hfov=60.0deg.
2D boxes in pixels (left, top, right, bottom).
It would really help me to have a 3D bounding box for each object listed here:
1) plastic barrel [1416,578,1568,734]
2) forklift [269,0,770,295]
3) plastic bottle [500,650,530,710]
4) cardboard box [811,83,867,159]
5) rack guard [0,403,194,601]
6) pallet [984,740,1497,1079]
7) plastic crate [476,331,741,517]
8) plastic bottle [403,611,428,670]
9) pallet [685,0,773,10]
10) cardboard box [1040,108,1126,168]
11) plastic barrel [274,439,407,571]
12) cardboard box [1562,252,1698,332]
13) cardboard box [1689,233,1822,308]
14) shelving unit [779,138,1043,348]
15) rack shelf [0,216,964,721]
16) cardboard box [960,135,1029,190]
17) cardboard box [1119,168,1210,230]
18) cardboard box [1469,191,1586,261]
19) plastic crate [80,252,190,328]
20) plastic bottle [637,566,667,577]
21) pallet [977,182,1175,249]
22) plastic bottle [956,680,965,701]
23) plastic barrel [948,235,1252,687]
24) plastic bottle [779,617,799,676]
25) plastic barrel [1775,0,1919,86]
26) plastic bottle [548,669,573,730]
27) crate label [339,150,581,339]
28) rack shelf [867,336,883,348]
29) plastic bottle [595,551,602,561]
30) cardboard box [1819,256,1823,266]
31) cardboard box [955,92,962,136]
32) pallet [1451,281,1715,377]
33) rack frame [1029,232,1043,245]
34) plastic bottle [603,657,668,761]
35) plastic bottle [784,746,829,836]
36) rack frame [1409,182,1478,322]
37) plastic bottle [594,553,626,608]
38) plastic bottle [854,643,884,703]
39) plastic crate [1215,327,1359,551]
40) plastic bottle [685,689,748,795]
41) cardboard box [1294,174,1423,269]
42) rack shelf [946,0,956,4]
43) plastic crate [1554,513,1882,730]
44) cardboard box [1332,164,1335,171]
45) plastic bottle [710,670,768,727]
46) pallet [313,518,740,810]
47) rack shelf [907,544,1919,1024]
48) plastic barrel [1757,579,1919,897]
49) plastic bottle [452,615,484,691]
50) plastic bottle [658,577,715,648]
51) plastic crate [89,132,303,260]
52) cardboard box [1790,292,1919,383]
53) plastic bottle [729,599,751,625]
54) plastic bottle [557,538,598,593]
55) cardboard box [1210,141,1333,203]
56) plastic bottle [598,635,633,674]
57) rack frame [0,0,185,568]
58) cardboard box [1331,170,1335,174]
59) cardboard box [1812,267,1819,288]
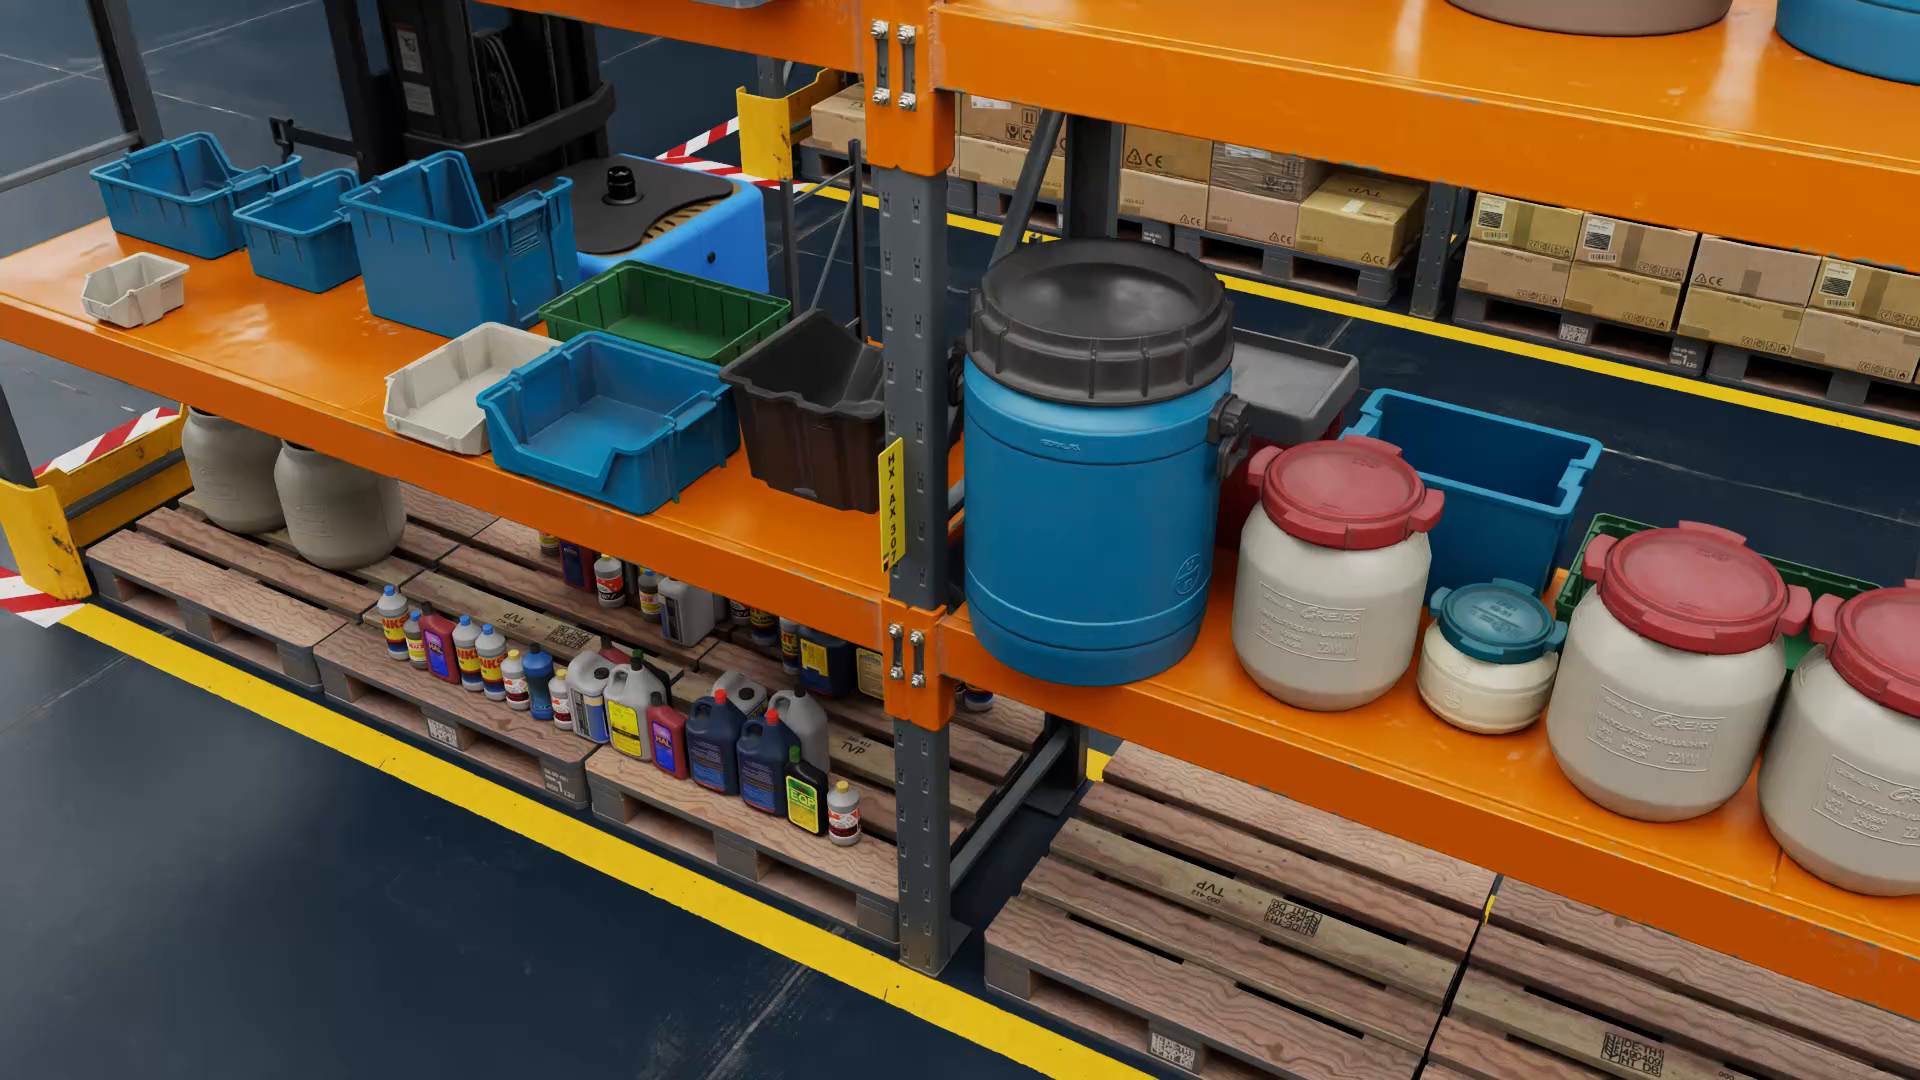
[{"bbox_3d":[1.196,0.269,3.764,0.301,0.262,0.301,0,34,0],"label":"plastic barrel"},{"bbox_3d":[-2.364,-2.020,7.139,3.031,2.935,1.130,18,37,24],"label":"forklift"},{"bbox_3d":[-1.460,0.453,5.491,0.097,0.201,0.097,0,34,0],"label":"plastic bottle"},{"bbox_3d":[-0.534,-2.485,9.877,0.500,0.250,0.500,18,37,24],"label":"cardboard box"},{"bbox_3d":[-3.261,-0.288,6.731,0.348,0.500,1.175,18,37,24],"label":"rack guard"},{"bbox_3d":[0.824,1.132,4.860,1.213,0.211,1.003,18,37,24],"label":"pallet"},{"bbox_3d":[-0.973,-0.338,4.686,0.616,0.251,0.499,18,37,24],"label":"plastic crate"},{"bbox_3d":[-1.841,0.332,5.672,0.097,0.201,0.097,0,34,0],"label":"plastic bottle"},{"bbox_3d":[-0.552,-1.548,3.832,1.003,0.211,1.213,18,37,24],"label":"pallet"},{"bbox_3d":[0.767,-2.383,9.048,0.500,0.500,0.500,18,37,24],"label":"cardboard box"},{"bbox_3d":[-2.305,-0.184,6.185,0.421,0.512,0.421,0,34,0],"label":"plastic barrel"},{"bbox_3d":[3.254,-1.268,8.050,0.500,0.250,0.500,19,38,26],"label":"cardboard box"},{"bbox_3d":[3.701,-1.357,7.678,0.500,0.311,0.500,16,37,23],"label":"cardboard box"},{"bbox_3d":[-0.066,-0.645,6.366,1.083,1.500,0.587,18,37,24],"label":"shelving unit"},{"bbox_3d":[-1.613,-0.477,5.409,4.000,0.370,1.077,18,37,24],"label":"rack shelf"},{"bbox_3d":[0.336,-2.211,9.466,0.500,0.250,0.500,18,37,24],"label":"cardboard box"},{"bbox_3d":[1.202,-1.934,9.050,0.500,0.250,0.500,18,37,24],"label":"cardboard box"},{"bbox_3d":[2.819,-1.639,8.101,0.500,0.311,0.500,18,38,25],"label":"cardboard box"},{"bbox_3d":[-2.733,-0.816,5.506,0.250,0.136,0.298,18,37,24],"label":"plastic crate"},{"bbox_3d":[-1.066,0.052,5.959,0.185,0.351,0.144,19,38,26],"label":"plastic bottle"},{"bbox_3d":[0.851,-2.022,9.596,1.213,0.211,1.003,18,37,24],"label":"pallet"},{"bbox_3d":[-0.024,0.429,5.528,0.097,0.201,0.097,0,34,0],"label":"plastic bottle"},{"bbox_3d":[0.308,-0.183,3.866,0.708,0.901,0.600,18,37,24],"label":"plastic barrel"},{"bbox_3d":[-0.558,0.323,5.624,0.097,0.271,0.097,0,34,0],"label":"plastic bottle"},{"bbox_3d":[1.808,-1.288,2.820,0.708,0.901,0.600,18,37,24],"label":"plastic barrel"},{"bbox_3d":[-1.282,0.509,5.406,0.097,0.201,0.097,0,34,0],"label":"plastic bottle"},{"bbox_3d":[-1.618,-0.965,5.461,0.616,0.435,0.502,18,37,24],"label":"crate label"},{"bbox_3d":[-0.074,-0.498,6.469,1.000,0.185,0.538,18,37,24],"label":"rack shelf"},{"bbox_3d":[-1.333,0.001,6.103,0.135,0.276,0.152,18,38,25],"label":"plastic bottle"},{"bbox_3d":[4.399,-1.481,7.863,0.500,0.311,0.500,17,37,24],"label":"cardboard box"},{"bbox_3d":[-0.099,-2.660,9.464,0.500,0.500,0.500,18,37,24],"label":"cardboard box"},{"bbox_3d":[3.243,-1.264,8.458,1.213,0.211,1.003,18,37,24],"label":"pallet"},{"bbox_3d":[0.367,-0.508,6.160,0.032,1.500,0.500,18,37,24],"label":"rack frame"},{"bbox_3d":[-1.026,0.513,5.266,0.185,0.351,0.144,17,37,24],"label":"plastic bottle"},{"bbox_3d":[-0.458,0.748,4.975,0.133,0.283,0.061,20,38,27],"label":"plastic bottle"},{"bbox_3d":[2.584,-2.609,7.962,0.127,3.000,1.000,18,37,24],"label":"rack frame"},{"bbox_3d":[-1.258,0.135,5.968,0.097,0.201,0.097,0,34,0],"label":"plastic bottle"},{"bbox_3d":[-0.283,0.398,5.499,0.133,0.283,0.061,18,37,24],"label":"plastic bottle"},{"bbox_3d":[0.695,-0.267,4.387,0.583,0.464,0.402,18,37,24],"label":"plastic crate"},{"bbox_3d":[-0.746,0.602,5.133,0.185,0.351,0.144,16,37,22],"label":"plastic bottle"},{"bbox_3d":[2.073,-1.662,8.641,0.500,0.250,0.500,18,37,24],"label":"cardboard box"},{"bbox_3d":[0.847,-2.860,8.987,4.000,0.370,1.077,18,37,24],"label":"rack shelf"},{"bbox_3d":[1.775,0.205,3.927,0.662,0.188,0.450,18,37,24],"label":"plastic crate"},{"bbox_3d":[1.899,-2.363,9.018,0.500,0.500,0.500,18,37,24],"label":"cardboard box"},{"bbox_3d":[-0.694,0.555,5.271,0.135,0.276,0.152,18,37,24],"label":"plastic bottle"},{"bbox_3d":[-1.503,0.395,5.967,1.213,0.211,1.003,18,37,24],"label":"pallet"},{"bbox_3d":[1.859,0.623,3.757,4.000,0.370,1.077,18,37,24],"label":"rack shelf"},{"bbox_3d":[1.857,0.407,3.311,0.433,0.535,0.433,0,34,0],"label":"plastic barrel"},{"bbox_3d":[-1.633,0.369,5.554,0.097,0.271,0.097,0,34,0],"label":"plastic bottle"},{"bbox_3d":[-0.957,0.212,5.786,0.135,0.276,0.152,18,37,24],"label":"plastic bottle"},{"bbox_3d":[-2.767,-1.271,6.086,0.616,0.251,0.499,18,37,24],"label":"plastic crate"},{"bbox_3d":[4.147,-0.986,7.627,0.500,0.250,0.500,18,38,25],"label":"cardboard box"},{"bbox_3d":[-0.770,0.193,5.882,0.097,0.201,0.097,0,34,0],"label":"plastic bottle"},{"bbox_3d":[-1.385,0.049,6.024,0.133,0.283,0.061,18,37,24],"label":"plastic bottle"},{"bbox_3d":[1.645,-2.117,8.648,0.500,0.500,0.500,18,37,24],"label":"cardboard box"},{"bbox_3d":[-1.113,0.443,5.432,0.133,0.283,0.061,18,37,24],"label":"plastic bottle"},{"bbox_3d":[-3.350,-1.326,6.035,0.127,3.000,1.000,18,37,24],"label":"rack frame"},{"bbox_3d":[1.900,-2.053,9.228,0.500,0.250,0.500,18,37,24],"label":"cardboard box"},{"bbox_3d":[3.971,-1.384,8.224,0.500,0.250,0.500,18,38,25],"label":"cardboard box"}]
